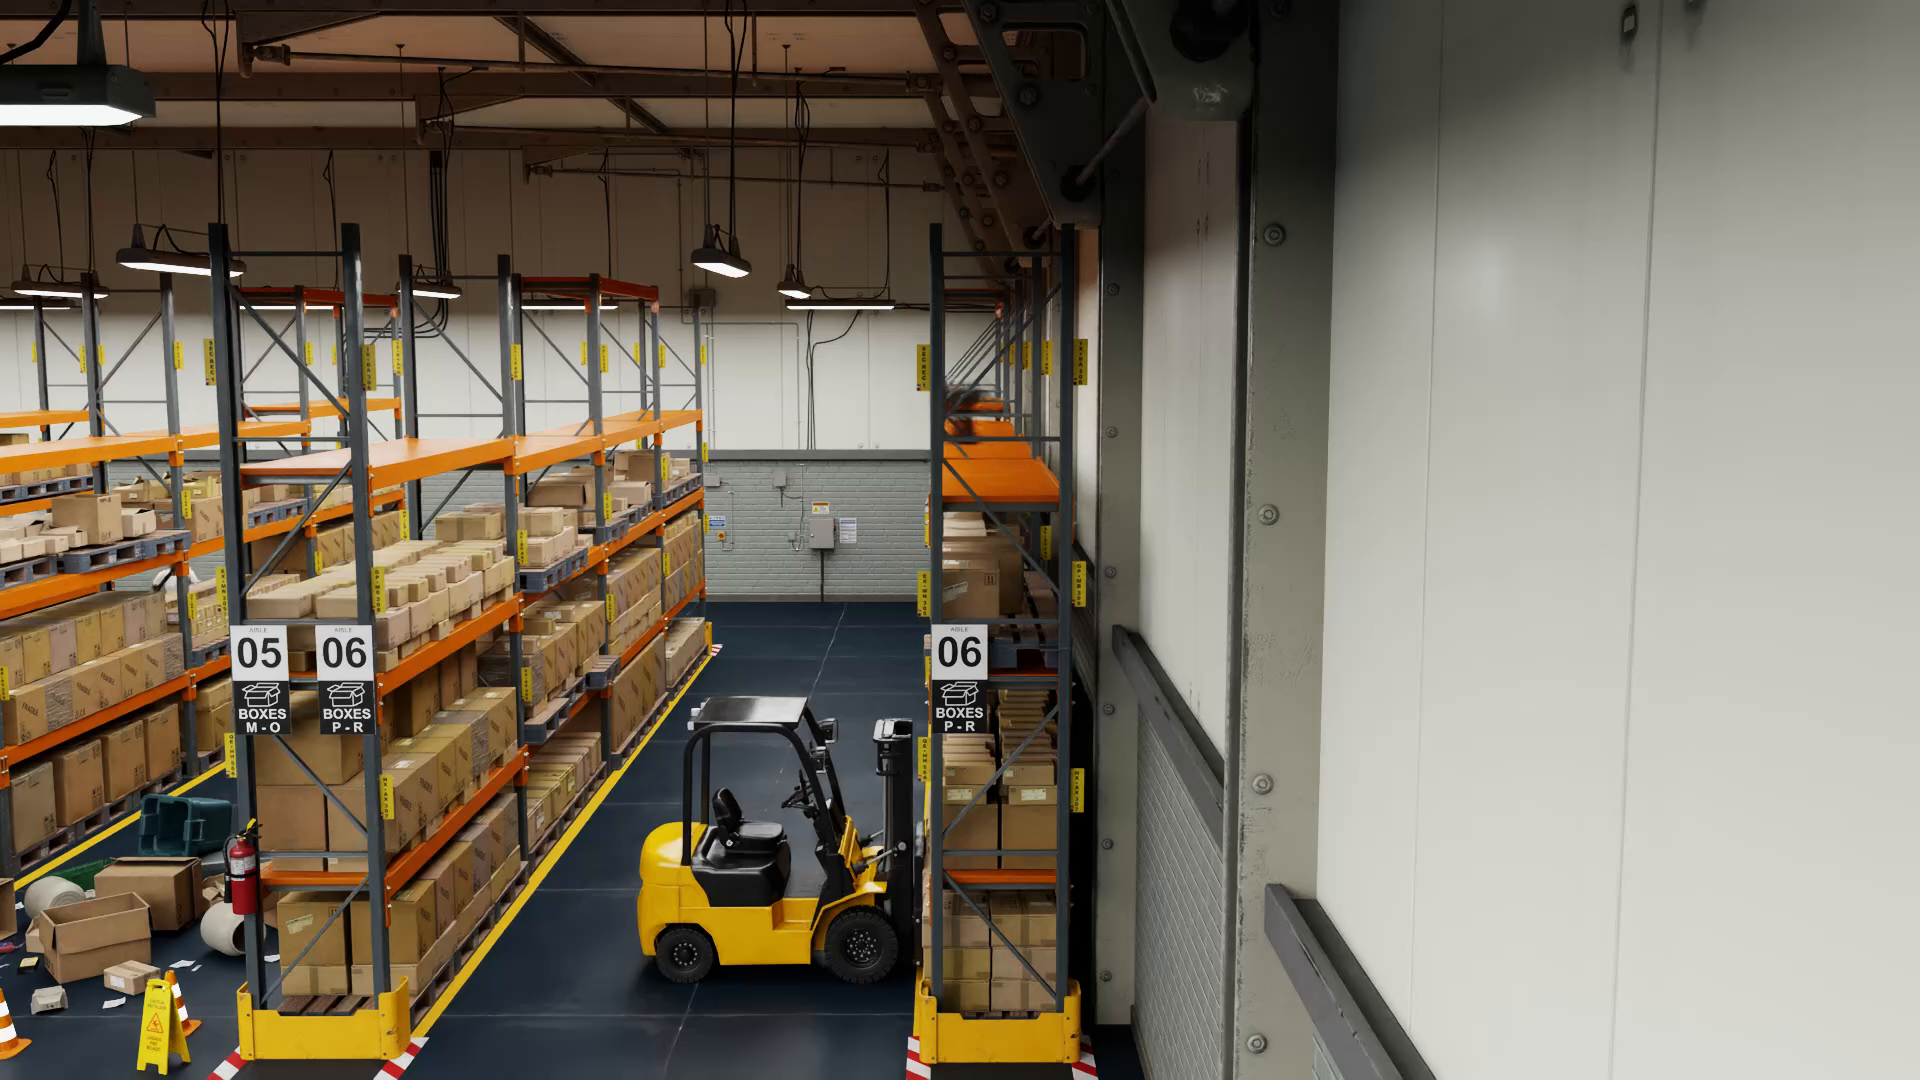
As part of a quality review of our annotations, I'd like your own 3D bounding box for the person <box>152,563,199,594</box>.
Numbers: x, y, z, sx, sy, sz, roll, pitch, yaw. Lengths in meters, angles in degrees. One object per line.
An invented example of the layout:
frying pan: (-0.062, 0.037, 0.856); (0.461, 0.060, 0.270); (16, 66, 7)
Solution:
person: (-13.005, 1.095, 27.620); (0.742, 1.760, 0.812); (-3, 7, -23)
